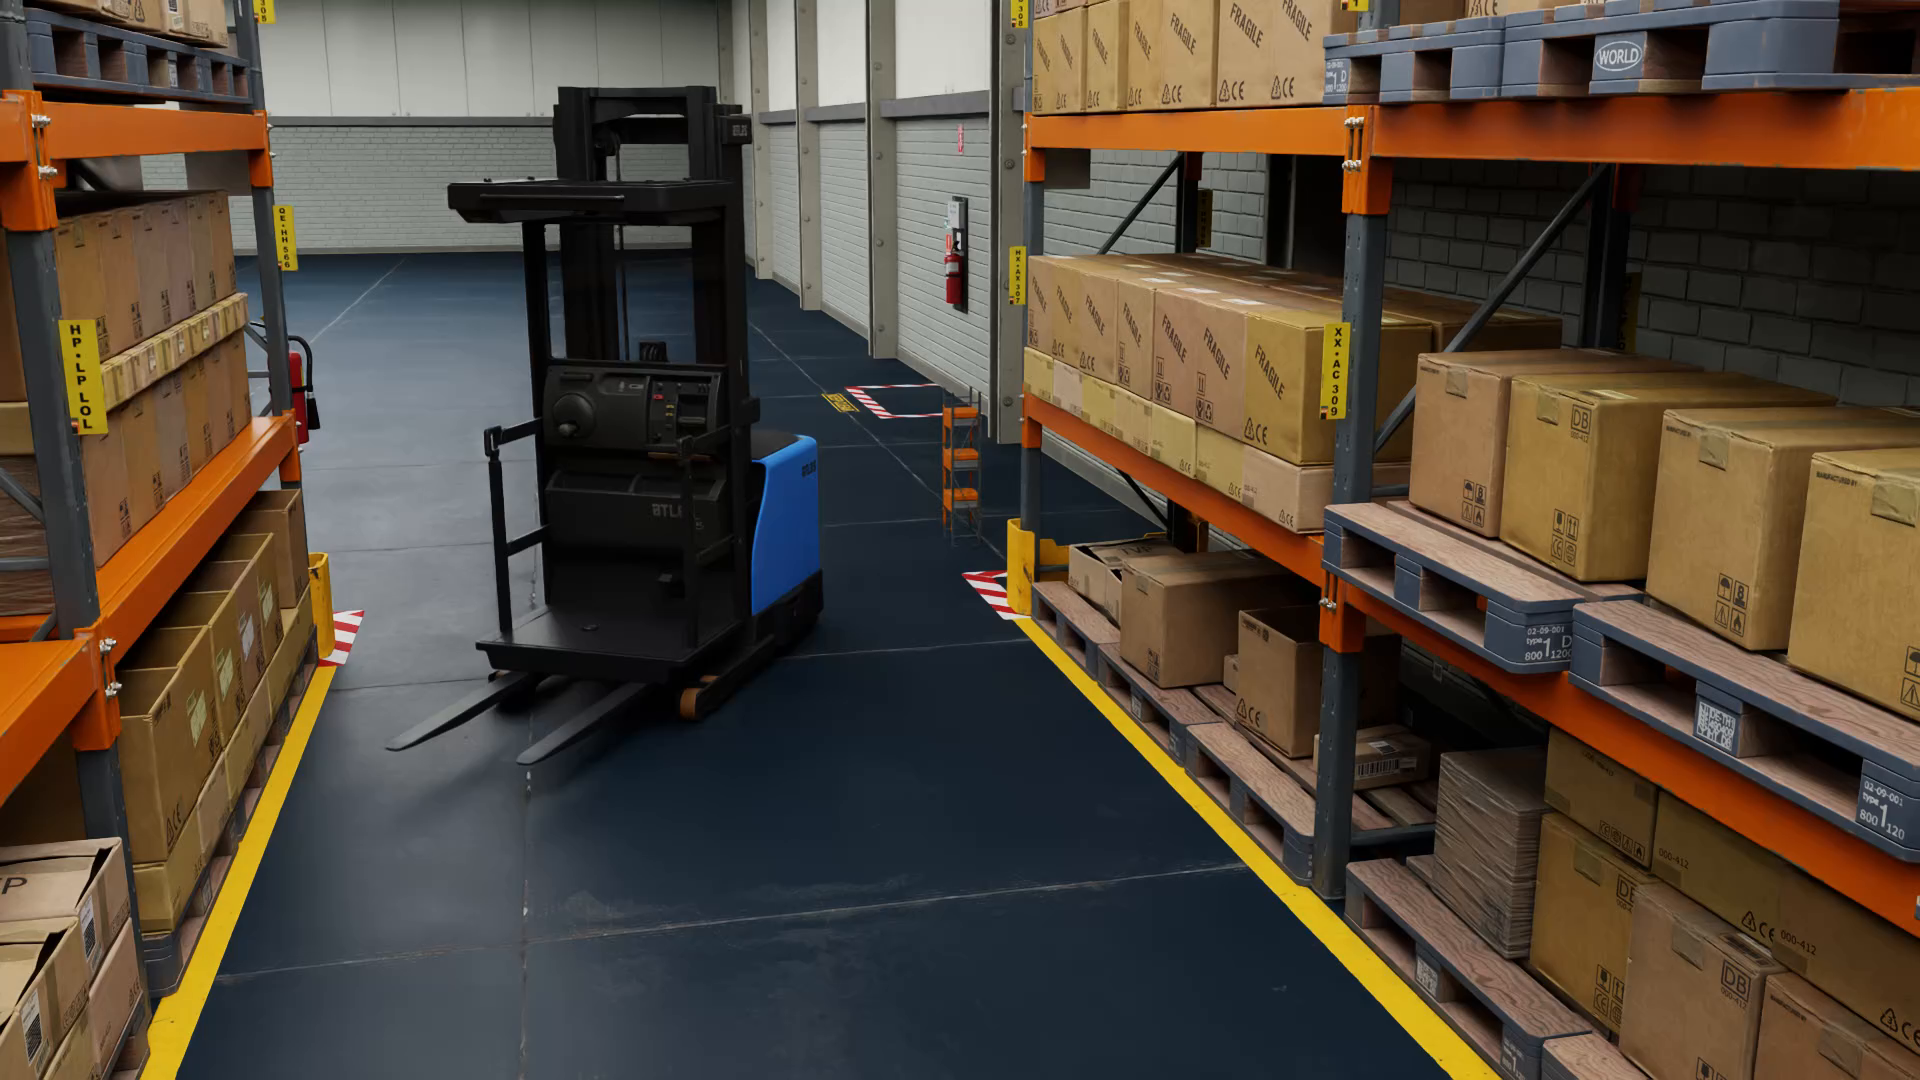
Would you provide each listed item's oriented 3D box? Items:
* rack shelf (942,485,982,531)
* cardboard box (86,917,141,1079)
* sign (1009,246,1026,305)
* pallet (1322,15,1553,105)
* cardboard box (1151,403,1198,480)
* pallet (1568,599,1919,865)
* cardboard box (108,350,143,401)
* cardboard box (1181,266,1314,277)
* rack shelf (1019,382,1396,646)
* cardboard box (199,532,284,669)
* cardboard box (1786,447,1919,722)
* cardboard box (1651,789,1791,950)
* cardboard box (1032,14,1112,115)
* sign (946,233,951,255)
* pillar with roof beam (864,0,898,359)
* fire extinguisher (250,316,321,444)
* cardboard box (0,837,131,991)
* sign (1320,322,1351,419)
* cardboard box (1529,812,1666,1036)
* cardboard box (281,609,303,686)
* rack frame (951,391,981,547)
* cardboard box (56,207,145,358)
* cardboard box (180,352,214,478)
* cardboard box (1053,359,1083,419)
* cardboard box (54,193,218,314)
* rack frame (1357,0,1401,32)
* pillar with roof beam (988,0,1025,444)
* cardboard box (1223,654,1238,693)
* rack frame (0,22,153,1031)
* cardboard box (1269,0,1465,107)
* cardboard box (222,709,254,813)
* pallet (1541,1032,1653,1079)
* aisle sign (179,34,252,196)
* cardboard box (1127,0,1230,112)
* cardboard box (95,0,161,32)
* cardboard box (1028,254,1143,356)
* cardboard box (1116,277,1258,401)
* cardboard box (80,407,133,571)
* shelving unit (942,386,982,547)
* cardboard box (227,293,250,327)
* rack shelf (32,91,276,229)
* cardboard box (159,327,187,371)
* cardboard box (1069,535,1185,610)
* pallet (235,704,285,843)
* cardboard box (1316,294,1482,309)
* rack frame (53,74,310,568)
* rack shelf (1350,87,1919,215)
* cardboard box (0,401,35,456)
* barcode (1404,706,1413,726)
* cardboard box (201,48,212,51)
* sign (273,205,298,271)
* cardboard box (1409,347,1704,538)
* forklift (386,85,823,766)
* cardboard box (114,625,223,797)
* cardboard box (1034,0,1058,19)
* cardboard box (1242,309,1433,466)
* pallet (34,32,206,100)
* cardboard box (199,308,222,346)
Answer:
[{"bbox_3d":[0.013,-0.217,11.320,0.215,0.259,0.240,-3,14,-13],"label":"rack shelf"},{"bbox_3d":[-2.639,1.306,4.669,0.500,0.250,0.500,-3,14,-14],"label":"cardboard box"},{"bbox_3d":[0.329,-1.495,9.402,0.100,0.325,0.005,-3,14,-13],"label":"sign"},{"bbox_3d":[1.837,-1.400,4.911,1.213,0.211,1.003,-3,14,-13],"label":"pallet"},{"bbox_3d":[1.148,-0.442,7.189,0.500,0.250,0.500,-3,14,-13],"label":"cardboard box"},{"bbox_3d":[2.231,0.380,3.957,1.003,0.211,1.213,-3,14,-13],"label":"pallet"},{"bbox_3d":[-3.134,-0.577,5.891,0.380,0.149,0.250,-4,14,-15],"label":"cardboard box"},{"bbox_3d":[1.408,-1.073,8.194,0.500,0.500,0.500,-4,14,-15],"label":"cardboard box"},{"bbox_3d":[1.326,-0.294,7.825,1.077,0.370,4.000,-3,14,-13],"label":"rack shelf"},{"bbox_3d":[-3.293,0.277,7.303,0.500,0.500,0.500,-3,14,-13],"label":"cardboard box"},{"bbox_3d":[2.301,0.084,3.623,0.700,0.500,0.500,-3,14,-13],"label":"cardboard box"},{"bbox_3d":[2.218,0.844,4.410,0.500,0.250,0.500,-4,14,-15],"label":"cardboard box"},{"bbox_3d":[0.692,-2.529,8.886,0.500,0.500,0.500,-3,14,-12],"label":"cardboard box"},{"bbox_3d":[-0.120,-3.098,17.714,0.001,0.329,0.234,-3,14,-13],"label":"sign"},{"bbox_3d":[-5.141,-6.434,18.802,9.100,9.000,0.400,-3,14,-13],"label":"pillar with roof beam"},{"bbox_3d":[-3.534,-0.843,8.722,0.296,0.674,0.183,-3,14,-13],"label":"fire extinguisher"},{"bbox_3d":[-2.644,1.032,4.611,0.500,0.311,0.500,-3,14,-13],"label":"cardboard box"},{"bbox_3d":[1.270,-0.570,5.618,0.100,0.325,0.005,-3,14,-13],"label":"sign"},{"bbox_3d":[2.155,1.104,4.928,0.700,0.500,0.500,-4,14,-14],"label":"cardboard box"},{"bbox_3d":[-3.415,0.526,7.863,0.500,0.250,0.500,-3,14,-13],"label":"cardboard box"},{"bbox_3d":[0.041,-0.470,11.137,0.200,1.050,0.008,-3,14,-13],"label":"rack frame"},{"bbox_3d":[-3.365,-0.918,5.919,0.700,0.500,0.500,-3,14,-13],"label":"cardboard box"},{"bbox_3d":[-3.621,-0.532,7.074,0.700,0.500,0.500,-3,14,-13],"label":"cardboard box"},{"bbox_3d":[0.798,-0.792,8.624,0.500,0.250,0.500,-4,14,-15],"label":"cardboard box"},{"bbox_3d":[-3.719,-1.265,7.340,0.700,0.500,0.500,-4,14,-15],"label":"cardboard box"},{"bbox_3d":[1.796,-3.096,5.140,1.000,3.000,0.127,-3,14,-13],"label":"rack frame"},{"bbox_3d":[-3.732,-5.050,13.136,9.100,9.000,0.400,-3,14,-13],"label":"pillar with roof beam"},{"bbox_3d":[1.440,0.619,7.653,0.380,0.149,0.250,-4,14,-18],"label":"cardboard box"},{"bbox_3d":[-3.018,0.095,4.718,1.000,3.000,0.127,-3,14,-13],"label":"rack frame"},{"bbox_3d":[1.437,-1.801,5.904,0.500,0.500,0.500,-3,14,-12],"label":"cardboard box"},{"bbox_3d":[-3.057,0.872,6.448,0.500,0.250,0.500,-3,14,-13],"label":"cardboard box"},{"bbox_3d":[2.270,1.634,4.293,1.003,0.211,1.213,-3,14,-13],"label":"pallet"},{"bbox_3d":[-3.688,-2.122,8.315,0.394,0.787,0.004,-3,14,-13],"label":"aisle sign"},{"bbox_3d":[1.056,-2.161,7.380,0.500,0.500,0.500,-2,14,-10],"label":"cardboard box"},{"bbox_3d":[-3.282,-2.071,5.867,0.797,0.503,0.637,-2,14,-7],"label":"cardboard box"},{"bbox_3d":[0.677,-1.279,9.036,0.500,0.500,0.500,-3,14,-13],"label":"cardboard box"},{"bbox_3d":[1.031,-0.926,7.593,0.500,0.500,0.500,-3,14,-11],"label":"cardboard box"},{"bbox_3d":[-3.259,-0.177,5.620,0.700,0.500,0.500,-3,14,-14],"label":"cardboard box"},{"bbox_3d":[0.013,-0.498,11.252,0.215,1.050,0.252,-3,14,-13],"label":"shelving unit"},{"bbox_3d":[-3.683,-1.114,8.089,0.380,0.149,0.250,-4,14,-14],"label":"cardboard box"},{"bbox_3d":[-3.488,-1.474,6.336,1.077,0.370,4.000,-3,14,-13],"label":"rack shelf"},{"bbox_3d":[-3.316,-0.756,6.625,0.380,0.149,0.250,-3,14,-14],"label":"cardboard box"},{"bbox_3d":[0.932,0.152,9.222,0.500,0.311,0.500,-5,15,-20],"label":"cardboard box"},{"bbox_3d":[-3.454,0.982,6.964,1.003,0.211,1.213,-3,14,-13],"label":"pallet"},{"bbox_3d":[1.771,-0.723,6.759,0.500,0.500,0.500,-3,14,-13],"label":"cardboard box"},{"bbox_3d":[-3.958,-0.828,8.495,1.000,3.000,0.127,-3,14,-13],"label":"rack frame"},{"bbox_3d":[2.266,-0.828,3.692,1.077,0.370,4.000,-3,14,-13],"label":"rack shelf"},{"bbox_3d":[-2.893,-0.341,4.927,0.380,0.149,0.250,-3,14,-13],"label":"cardboard box"},{"bbox_3d":[1.888,0.742,7.000,0.001,0.075,0.075,-3,14,-13],"label":"barcode"},{"bbox_3d":[-3.827,-2.474,7.517,0.797,0.503,0.637,-2,14,-9],"label":"cardboard box"},{"bbox_3d":[-3.427,-1.532,8.440,0.100,0.325,0.005,-3,14,-13],"label":"sign"},{"bbox_3d":[1.882,-0.325,5.299,0.700,0.500,0.500,-3,14,-13],"label":"cardboard box"},{"bbox_3d":[-1.667,-0.663,7.965,1.130,2.935,3.031,4,14,15],"label":"forklift"},{"bbox_3d":[-2.948,0.623,5.885,0.500,0.500,0.500,-3,14,-13],"label":"cardboard box"},{"bbox_3d":[0.711,-3.003,8.721,0.500,0.500,0.500,-4,14,-17],"label":"cardboard box"},{"bbox_3d":[1.384,-0.575,6.154,0.500,0.500,0.500,-3,14,-13],"label":"cardboard box"},{"bbox_3d":[-3.527,-1.795,6.322,1.003,0.211,1.213,-3,14,-13],"label":"pallet"},{"bbox_3d":[-3.503,-0.936,7.362,0.380,0.149,0.250,-3,14,-12],"label":"cardboard box"}]
